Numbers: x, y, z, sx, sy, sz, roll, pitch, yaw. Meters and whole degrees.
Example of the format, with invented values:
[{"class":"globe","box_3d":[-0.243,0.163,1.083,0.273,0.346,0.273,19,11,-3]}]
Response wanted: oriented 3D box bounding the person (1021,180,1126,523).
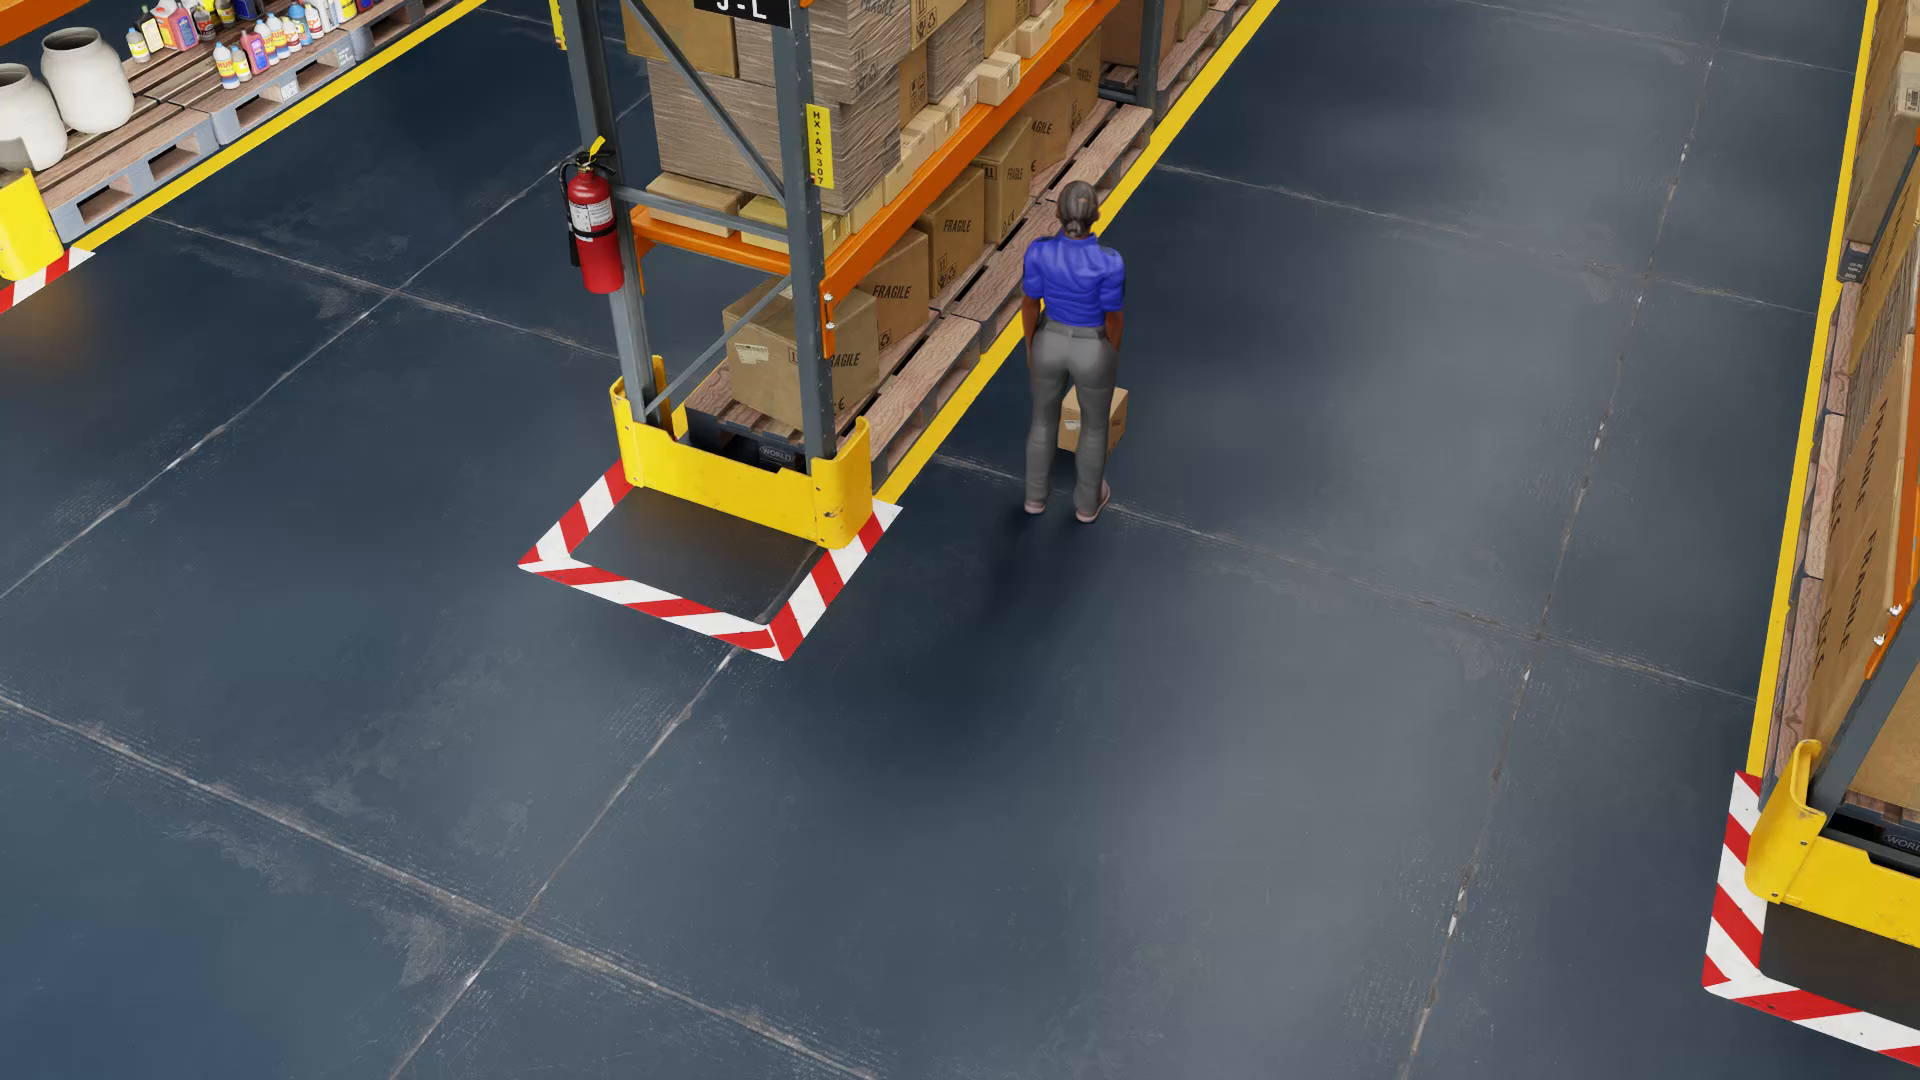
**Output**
[{"class":"person","box_3d":[0.472,-0.788,7.045,0.437,1.674,0.322,12,44,13]}]
